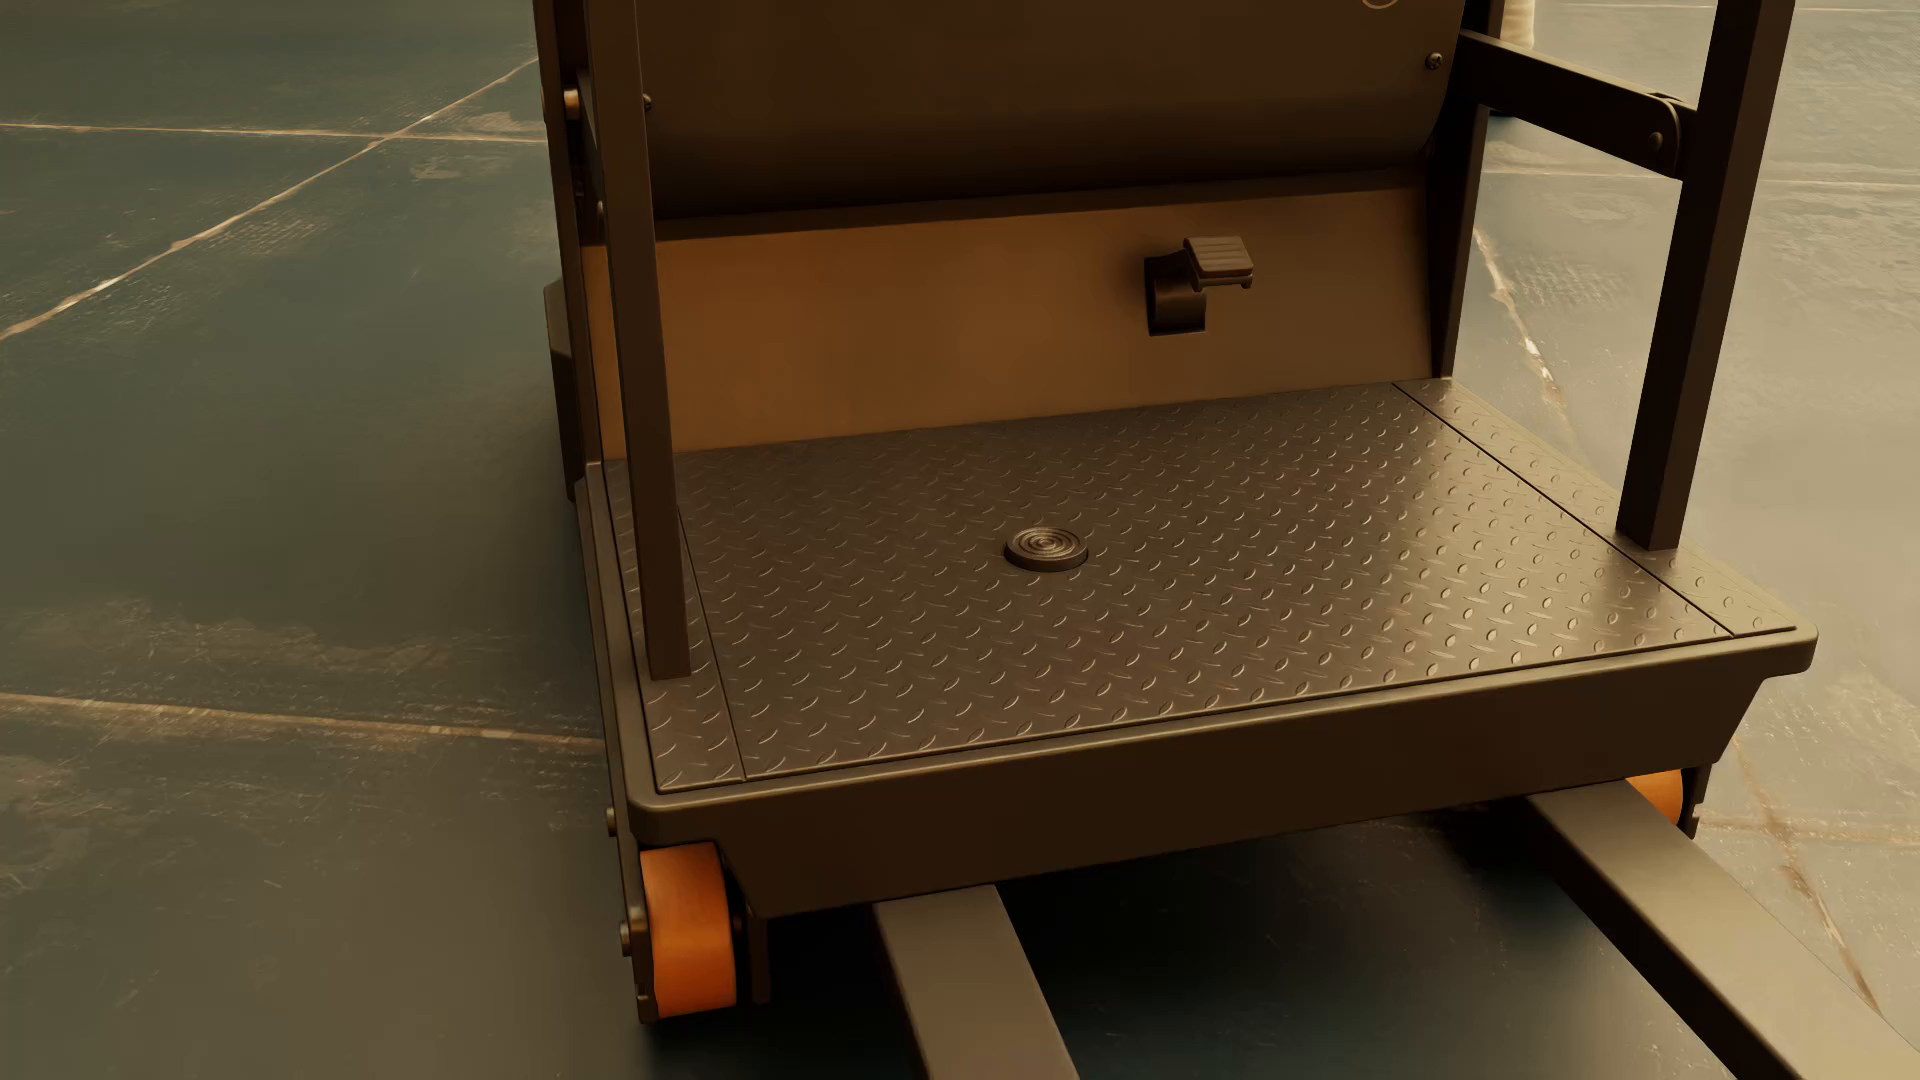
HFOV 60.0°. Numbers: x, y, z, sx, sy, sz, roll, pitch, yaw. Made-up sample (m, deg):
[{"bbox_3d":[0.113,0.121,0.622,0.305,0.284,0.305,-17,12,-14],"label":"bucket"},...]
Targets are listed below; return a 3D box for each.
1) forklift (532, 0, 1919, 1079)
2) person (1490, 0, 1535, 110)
[{"bbox_3d":[0.153,-1.049,1.319,1.130,2.935,3.031,-7,27,-13],"label":"forklift"},{"bbox_3d":[1.464,-2.124,4.750,0.629,1.785,0.564,1,27,3],"label":"person"}]
